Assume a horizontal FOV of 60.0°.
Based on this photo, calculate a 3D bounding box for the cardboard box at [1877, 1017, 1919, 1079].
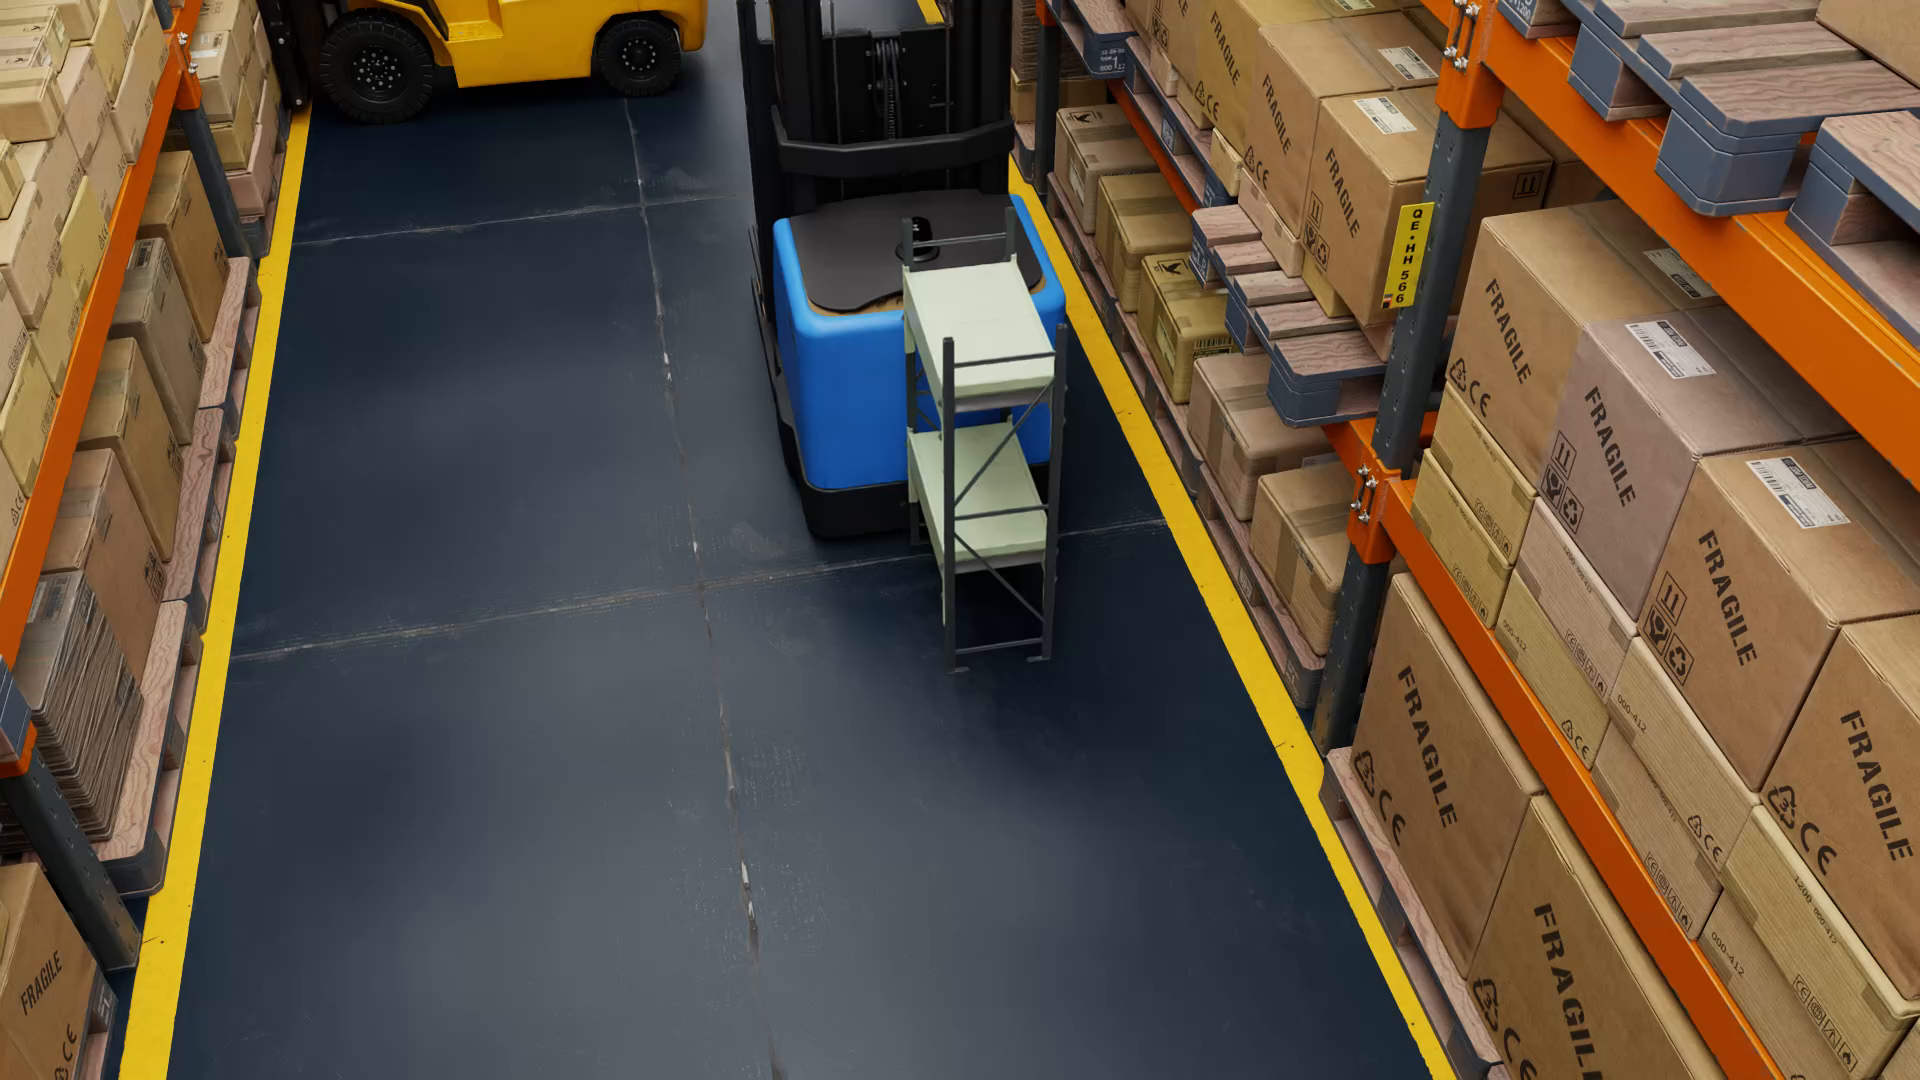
[{"bbox_3d":[2.053,1.098,2.990,0.500,0.250,0.500,-7,42,-8],"label":"cardboard box"}]

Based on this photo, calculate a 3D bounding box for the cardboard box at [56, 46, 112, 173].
[{"bbox_3d":[-3.376,-1.519,5.938,0.500,0.250,0.500,-8,42,-8],"label":"cardboard box"}]

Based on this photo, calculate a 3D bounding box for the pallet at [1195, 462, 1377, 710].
[{"bbox_3d":[1.588,0.081,6.500,1.003,0.211,1.213,-8,42,-9],"label":"pallet"}]

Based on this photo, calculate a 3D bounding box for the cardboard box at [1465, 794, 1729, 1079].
[{"bbox_3d":[2.012,1.221,4.400,0.875,0.875,0.875,-8,42,-9],"label":"cardboard box"}]

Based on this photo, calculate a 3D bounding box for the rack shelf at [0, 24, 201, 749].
[{"bbox_3d":[-3.522,-0.769,5.899,1.077,0.370,4.000,-8,42,-9],"label":"rack shelf"}]

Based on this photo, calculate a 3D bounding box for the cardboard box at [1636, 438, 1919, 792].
[{"bbox_3d":[1.836,0.146,3.498,0.500,0.500,0.500,-7,42,-8],"label":"cardboard box"}]

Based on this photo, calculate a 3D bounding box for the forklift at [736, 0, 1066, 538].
[{"bbox_3d":[-0.383,-2.093,6.900,1.130,2.935,3.031,-8,42,-9],"label":"forklift"}]

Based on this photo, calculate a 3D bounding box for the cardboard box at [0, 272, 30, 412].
[{"bbox_3d":[-3.055,-0.520,4.813,0.500,0.250,0.500,-7,42,-8],"label":"cardboard box"}]

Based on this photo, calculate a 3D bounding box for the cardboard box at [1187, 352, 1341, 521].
[{"bbox_3d":[1.476,-0.475,6.688,0.950,0.372,0.625,-9,42,-10],"label":"cardboard box"}]

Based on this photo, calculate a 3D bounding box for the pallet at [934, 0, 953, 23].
[{"bbox_3d":[0.445,-3.228,10.228,1.003,0.211,1.213,-8,42,-9],"label":"pallet"}]

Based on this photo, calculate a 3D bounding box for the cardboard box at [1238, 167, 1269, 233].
[{"bbox_3d":[1.181,-1.182,5.695,0.380,0.149,0.250,-10,43,-11],"label":"cardboard box"}]

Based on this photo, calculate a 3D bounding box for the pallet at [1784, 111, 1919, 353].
[{"bbox_3d":[2.190,-0.372,2.793,1.003,0.211,1.213,-7,42,-7],"label":"pallet"}]

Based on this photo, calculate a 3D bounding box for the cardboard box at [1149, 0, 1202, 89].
[{"bbox_3d":[1.036,-2.030,6.162,0.500,0.500,0.500,-10,43,-11],"label":"cardboard box"}]

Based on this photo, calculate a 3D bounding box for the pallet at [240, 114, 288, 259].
[{"bbox_3d":[-4.085,-1.813,8.634,1.003,0.211,1.213,-8,42,-9],"label":"pallet"}]

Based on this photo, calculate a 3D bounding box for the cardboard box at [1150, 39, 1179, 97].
[{"bbox_3d":[0.957,-1.859,6.458,0.380,0.149,0.250,-7,42,-8],"label":"cardboard box"}]

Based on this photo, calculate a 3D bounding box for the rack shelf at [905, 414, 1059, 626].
[{"bbox_3d":[0.070,-0.086,6.208,0.431,0.370,0.720,-8,42,-9],"label":"rack shelf"}]

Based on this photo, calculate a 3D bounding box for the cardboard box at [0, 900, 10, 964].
[{"bbox_3d":[-2.737,1.077,4.355,0.380,0.149,0.250,-10,43,-11],"label":"cardboard box"}]

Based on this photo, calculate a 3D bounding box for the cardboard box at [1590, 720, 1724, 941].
[{"bbox_3d":[1.851,0.625,3.899,0.500,0.250,0.500,-7,42,-8],"label":"cardboard box"}]

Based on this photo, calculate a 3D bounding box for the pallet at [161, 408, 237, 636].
[{"bbox_3d":[-3.490,-0.027,6.622,1.003,0.211,1.213,-8,42,-9],"label":"pallet"}]

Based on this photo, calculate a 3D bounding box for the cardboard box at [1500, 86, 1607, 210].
[{"bbox_3d":[1.884,-1.086,5.098,0.500,0.500,0.500,-9,42,-10],"label":"cardboard box"}]

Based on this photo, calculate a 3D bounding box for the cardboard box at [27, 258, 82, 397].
[{"bbox_3d":[-3.170,-0.668,5.356,0.500,0.250,0.500,-10,42,-11],"label":"cardboard box"}]

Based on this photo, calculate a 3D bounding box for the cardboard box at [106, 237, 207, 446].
[{"bbox_3d":[-3.671,-0.763,6.822,0.875,0.625,0.625,-9,42,-10],"label":"cardboard box"}]

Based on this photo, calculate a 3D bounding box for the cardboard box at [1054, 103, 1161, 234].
[{"bbox_3d":[1.007,-1.883,8.275,0.950,0.372,0.625,-8,42,-9],"label":"cardboard box"}]

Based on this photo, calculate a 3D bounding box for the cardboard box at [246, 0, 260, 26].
[{"bbox_3d":[-3.971,-2.850,8.702,0.500,0.250,0.500,-7,42,-8],"label":"cardboard box"}]

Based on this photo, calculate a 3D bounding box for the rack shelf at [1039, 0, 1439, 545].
[{"bbox_3d":[1.323,-1.483,6.703,1.077,0.370,4.000,-8,42,-9],"label":"rack shelf"}]

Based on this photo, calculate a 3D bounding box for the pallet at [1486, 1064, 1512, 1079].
[{"bbox_3d":[2.112,1.899,4.452,1.003,0.211,1.213,-8,42,-9],"label":"pallet"}]

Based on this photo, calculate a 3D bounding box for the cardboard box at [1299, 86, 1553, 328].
[{"bbox_3d":[1.386,-1.016,5.019,0.500,0.500,0.500,-9,42,-11],"label":"cardboard box"}]

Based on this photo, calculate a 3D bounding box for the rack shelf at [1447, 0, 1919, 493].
[{"bbox_3d":[2.187,-0.012,2.786,1.077,0.370,4.000,-8,42,-9],"label":"rack shelf"}]

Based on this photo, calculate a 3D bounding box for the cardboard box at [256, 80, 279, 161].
[{"bbox_3d":[-3.860,-2.151,8.669,0.500,0.250,0.500,-9,42,-10],"label":"cardboard box"}]

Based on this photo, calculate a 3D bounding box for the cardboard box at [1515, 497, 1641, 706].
[{"bbox_3d":[1.734,0.113,4.100,0.500,0.250,0.500,-7,42,-8],"label":"cardboard box"}]

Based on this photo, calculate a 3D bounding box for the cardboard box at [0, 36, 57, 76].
[{"bbox_3d":[-3.359,-1.601,5.730,0.380,0.149,0.250,-8,42,-9],"label":"cardboard box"}]

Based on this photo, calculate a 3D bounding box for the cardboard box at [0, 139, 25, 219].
[{"bbox_3d":[-3.161,-1.106,5.172,0.380,0.149,0.250,-8,42,-8],"label":"cardboard box"}]

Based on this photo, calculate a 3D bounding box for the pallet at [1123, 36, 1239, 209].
[{"bbox_3d":[1.288,-1.661,6.506,1.003,0.211,1.213,-8,42,-9],"label":"pallet"}]

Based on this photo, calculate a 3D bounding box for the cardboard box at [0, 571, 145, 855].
[{"bbox_3d":[-3.212,0.583,5.306,0.875,0.625,0.625,-7,42,-8],"label":"cardboard box"}]

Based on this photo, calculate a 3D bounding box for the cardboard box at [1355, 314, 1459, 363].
[{"bbox_3d":[1.455,-0.697,5.149,0.380,0.149,0.250,-7,42,-8],"label":"cardboard box"}]

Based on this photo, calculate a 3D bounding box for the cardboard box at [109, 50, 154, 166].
[{"bbox_3d":[-3.476,-1.664,6.478,0.500,0.250,0.500,-9,42,-10],"label":"cardboard box"}]

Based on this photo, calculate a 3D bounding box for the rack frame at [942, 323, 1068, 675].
[{"bbox_3d":[0.143,-0.091,5.723,0.400,1.500,0.023,-8,42,-9],"label":"rack frame"}]

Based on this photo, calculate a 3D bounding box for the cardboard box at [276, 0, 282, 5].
[{"bbox_3d":[-4.073,-2.989,9.236,0.500,0.250,0.500,-8,42,-9],"label":"cardboard box"}]

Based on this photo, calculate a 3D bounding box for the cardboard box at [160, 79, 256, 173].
[{"bbox_3d":[-3.757,-2.008,8.131,0.500,0.250,0.500,-9,42,-9],"label":"cardboard box"}]

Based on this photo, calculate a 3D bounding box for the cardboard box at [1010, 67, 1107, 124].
[{"bbox_3d":[0.502,-2.522,9.086,0.500,0.250,0.500,-7,42,-7],"label":"cardboard box"}]

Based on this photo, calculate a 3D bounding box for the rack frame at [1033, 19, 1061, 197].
[{"bbox_3d":[0.892,-3.048,7.924,1.000,3.000,0.127,-8,42,-9],"label":"rack frame"}]

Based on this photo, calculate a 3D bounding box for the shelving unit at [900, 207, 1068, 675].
[{"bbox_3d":[0.070,-0.329,5.991,0.431,1.500,0.755,-8,42,-9],"label":"shelving unit"}]
